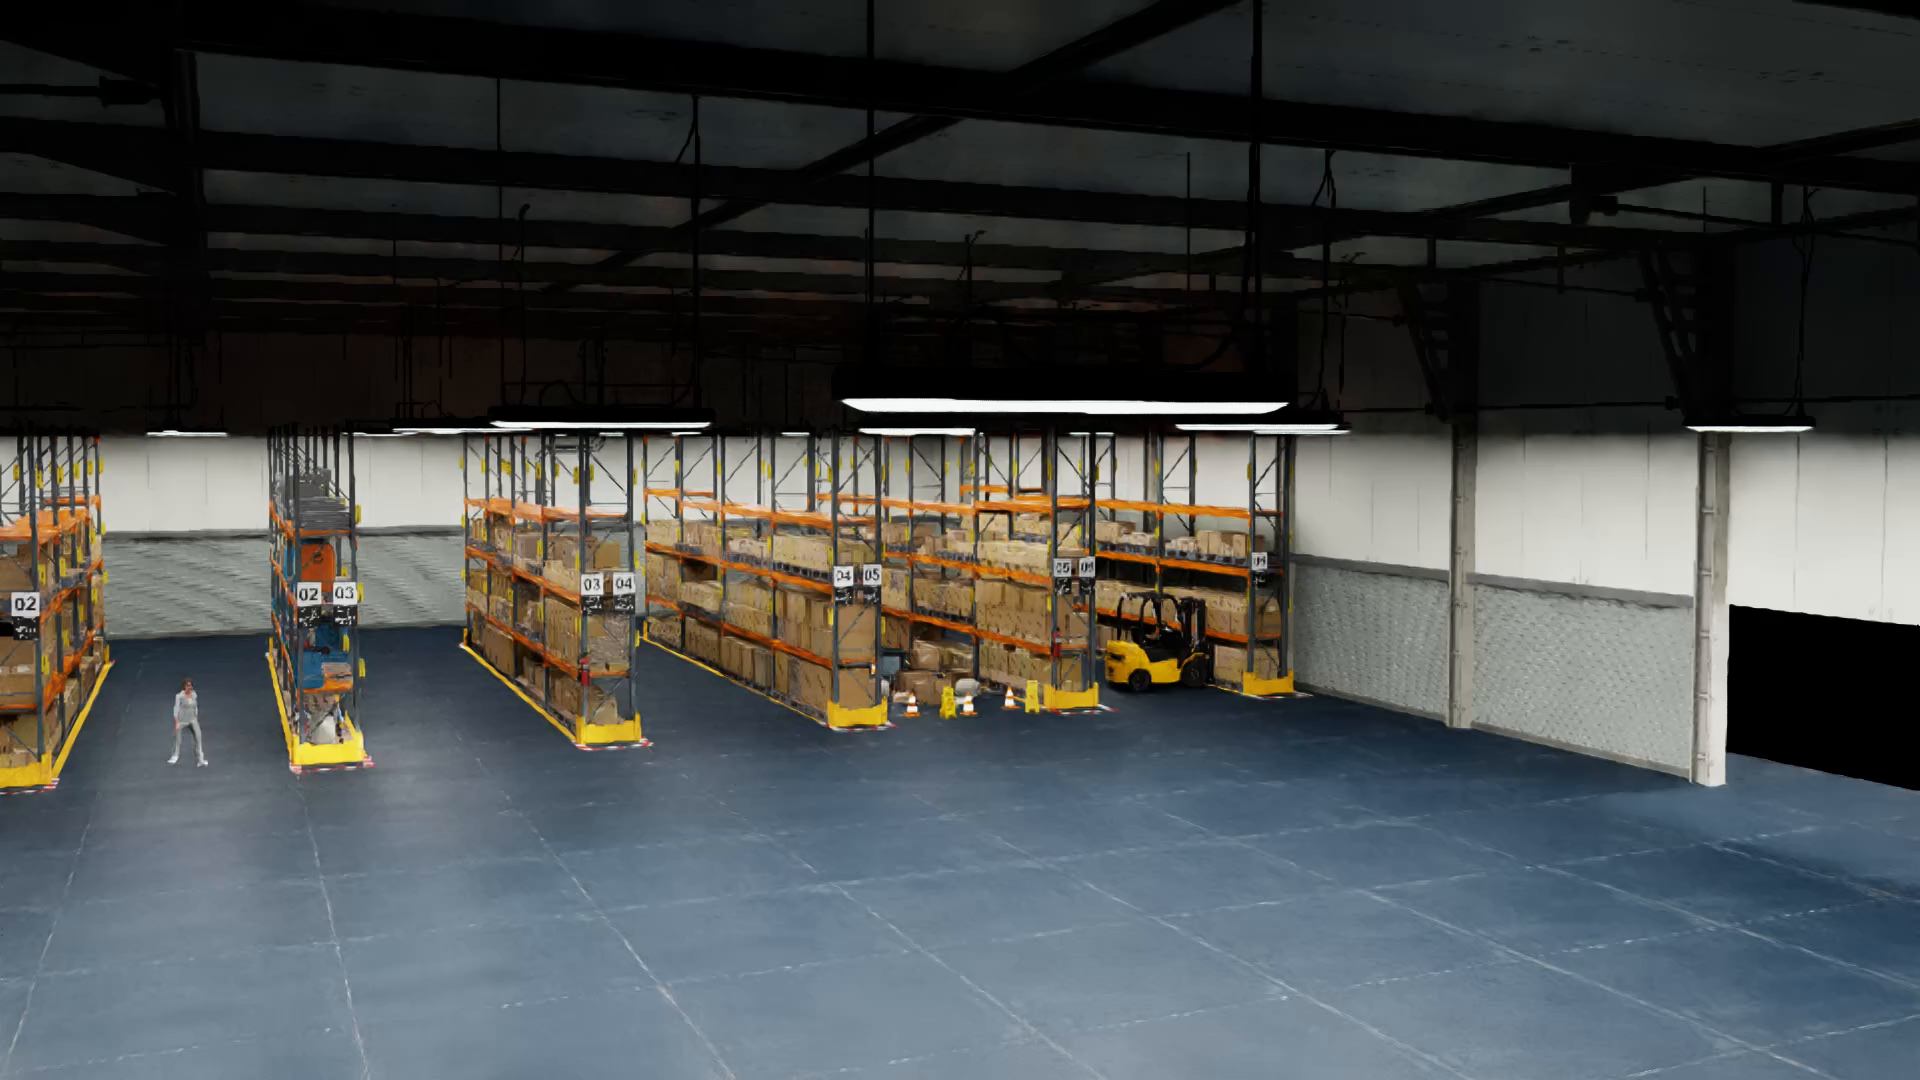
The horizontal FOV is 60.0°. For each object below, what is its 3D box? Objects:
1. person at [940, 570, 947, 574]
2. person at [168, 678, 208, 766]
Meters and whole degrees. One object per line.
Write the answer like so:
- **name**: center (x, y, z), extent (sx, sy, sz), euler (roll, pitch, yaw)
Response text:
- **person**: center (-0.497, 1.756, 50.346), extent (0.486, 1.772, 0.625), euler (-2, 4, -30)
- **person**: center (-13.526, 3.173, 29.069), extent (0.880, 1.537, 0.453), euler (3, 5, 43)
